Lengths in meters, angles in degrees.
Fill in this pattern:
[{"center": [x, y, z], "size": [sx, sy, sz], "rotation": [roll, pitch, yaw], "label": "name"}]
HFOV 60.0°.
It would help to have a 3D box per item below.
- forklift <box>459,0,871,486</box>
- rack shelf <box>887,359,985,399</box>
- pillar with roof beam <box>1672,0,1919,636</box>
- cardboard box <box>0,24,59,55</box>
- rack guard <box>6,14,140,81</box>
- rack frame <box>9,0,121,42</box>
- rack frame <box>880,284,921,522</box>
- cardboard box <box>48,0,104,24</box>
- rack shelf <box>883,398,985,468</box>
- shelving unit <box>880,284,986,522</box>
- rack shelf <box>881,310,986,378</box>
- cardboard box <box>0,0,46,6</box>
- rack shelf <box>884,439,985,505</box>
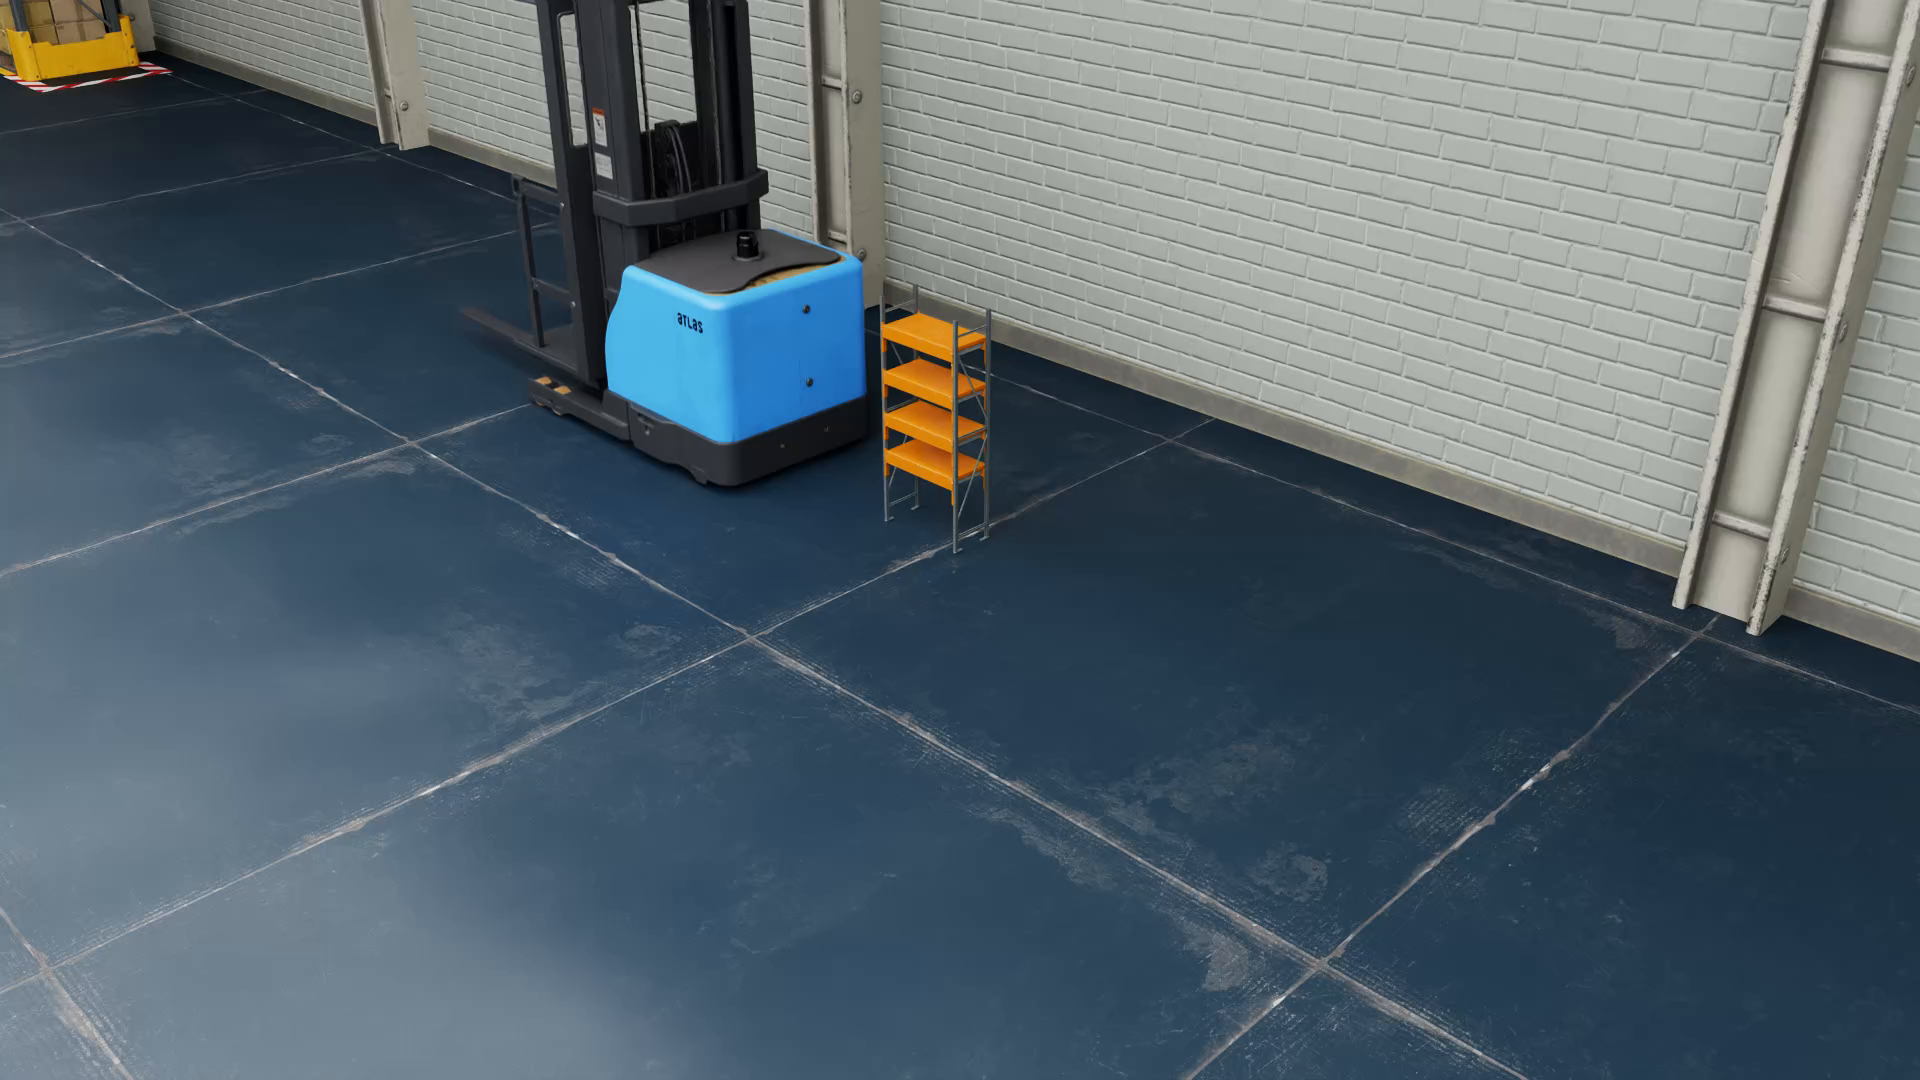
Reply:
[{"center": [-1.887, -2.167, 9.222], "size": [1.130, 2.935, 3.031], "rotation": [-24, 36, -38], "label": "forklift"}, {"center": [-0.118, -0.771, 7.976], "size": [0.457, 0.021, 0.221], "rotation": [25, 36, 38], "label": "rack shelf"}, {"center": [0.515, -2.239, 2.840], "size": [0.400, 9.000, 9.100], "rotation": [25, 36, 38], "label": "pillar with roof beam"}, {"center": [-9.994, -5.377, 17.756], "size": [0.500, 0.250, 0.500], "rotation": [25, 37, 39], "label": "cardboard box"}, {"center": [-9.420, -5.246, 17.689], "size": [0.348, 0.500, 1.175], "rotation": [25, 36, 38], "label": "rack guard"}, {"center": [-15.431, -8.735, 18.622], "size": [12.086, 5.808, 5.935], "rotation": [25, 36, 38], "label": "rack frame"}, {"center": [-0.292, -0.665, 8.225], "size": [0.015, 1.200, 0.240], "rotation": [25, 36, 38], "label": "rack frame"}, {"center": [-9.627, -5.772, 17.971], "size": [0.500, 0.250, 0.500], "rotation": [-25, 36, -38], "label": "cardboard box"}, {"center": [-0.118, -0.526, 8.105], "size": [0.480, 0.148, 0.258], "rotation": [25, 36, 38], "label": "rack shelf"}, {"center": [-0.122, -0.587, 8.077], "size": [0.492, 1.200, 0.258], "rotation": [25, 36, 38], "label": "shelving unit"}, {"center": [-0.118, -0.933, 7.891], "size": [0.480, 0.148, 0.258], "rotation": [25, 36, 38], "label": "rack shelf"}, {"center": [-9.984, -5.818, 17.520], "size": [0.500, 0.250, 0.500], "rotation": [-24, 36, -38], "label": "cardboard box"}, {"center": [-0.118, -0.350, 8.197], "size": [0.480, 0.148, 0.258], "rotation": [25, 36, 38], "label": "rack shelf"}]
